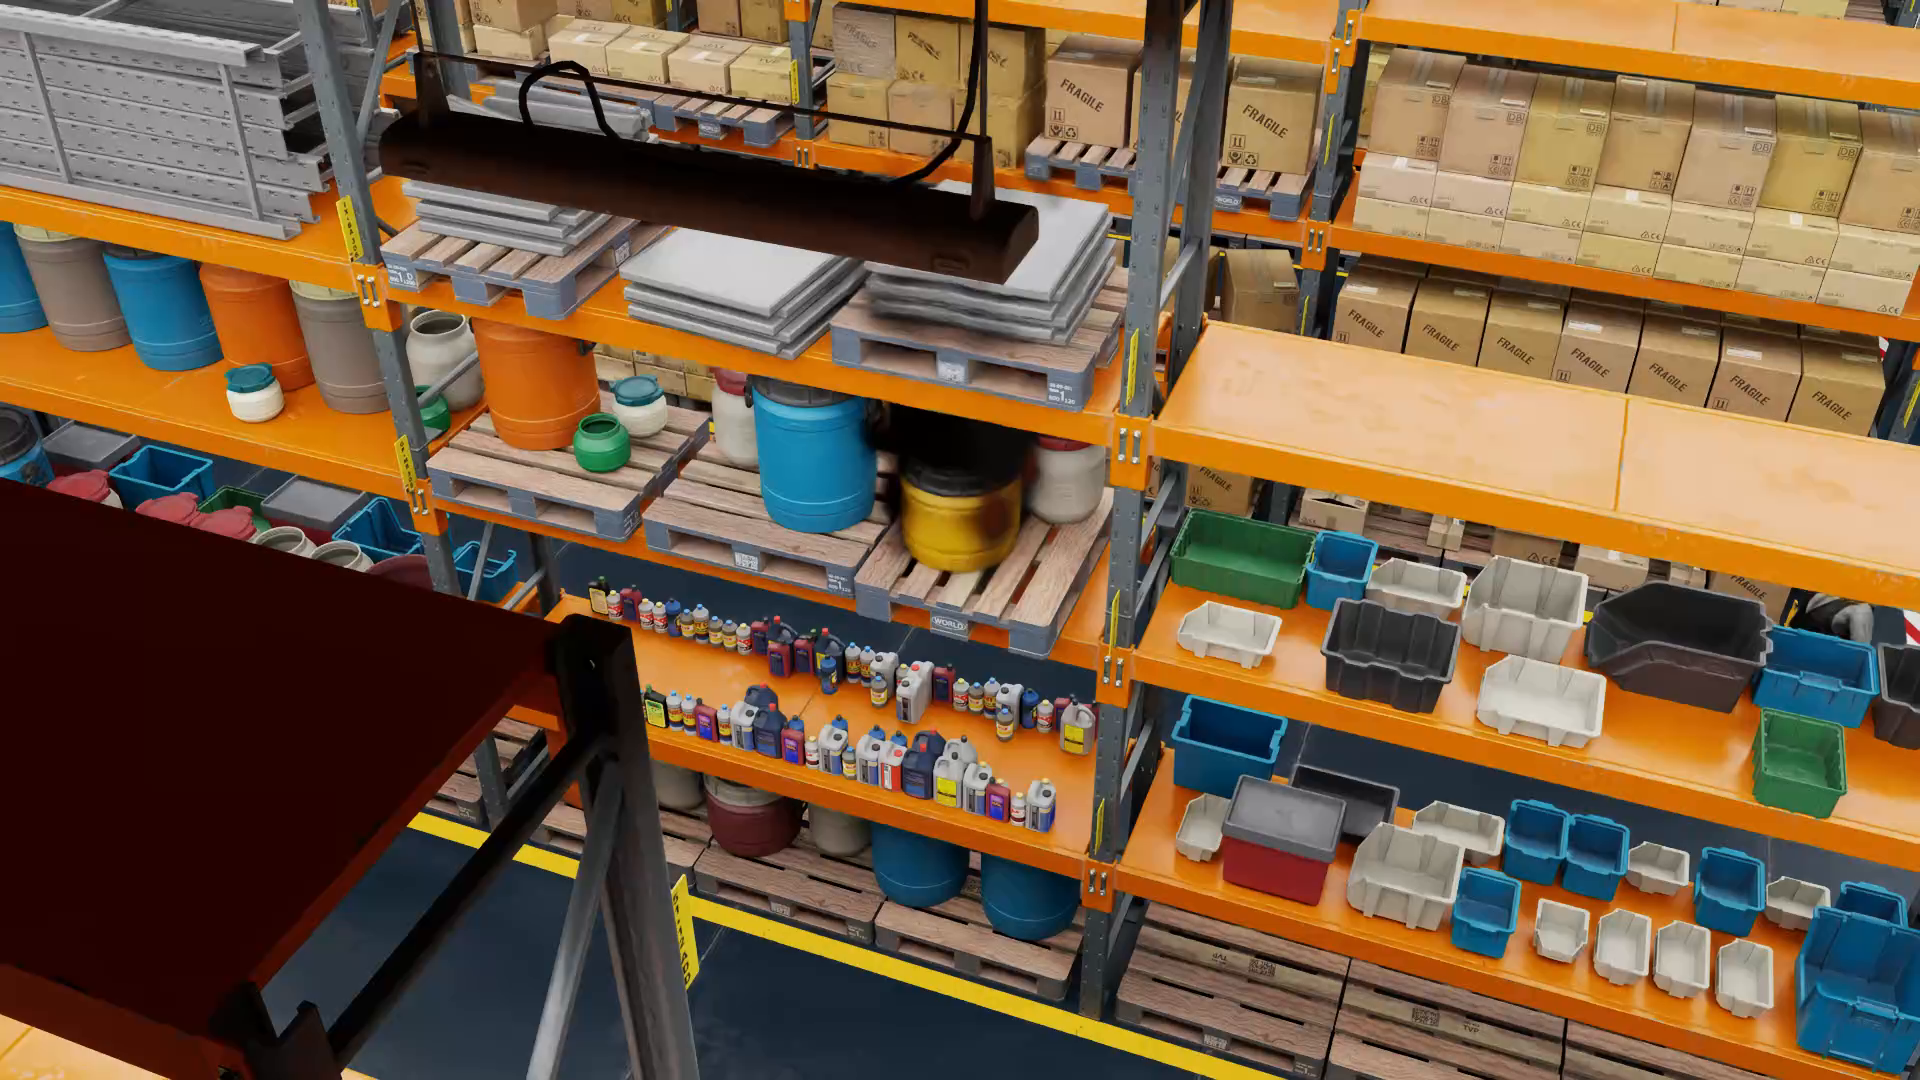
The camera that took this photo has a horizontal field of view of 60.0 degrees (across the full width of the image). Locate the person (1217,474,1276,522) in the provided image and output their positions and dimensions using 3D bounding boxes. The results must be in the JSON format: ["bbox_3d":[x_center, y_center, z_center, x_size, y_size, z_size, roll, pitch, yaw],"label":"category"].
[{"bbox_3d":[1.909,0.079,11.385,0.760,1.761,0.676,5,37,7],"label":"person"}]
